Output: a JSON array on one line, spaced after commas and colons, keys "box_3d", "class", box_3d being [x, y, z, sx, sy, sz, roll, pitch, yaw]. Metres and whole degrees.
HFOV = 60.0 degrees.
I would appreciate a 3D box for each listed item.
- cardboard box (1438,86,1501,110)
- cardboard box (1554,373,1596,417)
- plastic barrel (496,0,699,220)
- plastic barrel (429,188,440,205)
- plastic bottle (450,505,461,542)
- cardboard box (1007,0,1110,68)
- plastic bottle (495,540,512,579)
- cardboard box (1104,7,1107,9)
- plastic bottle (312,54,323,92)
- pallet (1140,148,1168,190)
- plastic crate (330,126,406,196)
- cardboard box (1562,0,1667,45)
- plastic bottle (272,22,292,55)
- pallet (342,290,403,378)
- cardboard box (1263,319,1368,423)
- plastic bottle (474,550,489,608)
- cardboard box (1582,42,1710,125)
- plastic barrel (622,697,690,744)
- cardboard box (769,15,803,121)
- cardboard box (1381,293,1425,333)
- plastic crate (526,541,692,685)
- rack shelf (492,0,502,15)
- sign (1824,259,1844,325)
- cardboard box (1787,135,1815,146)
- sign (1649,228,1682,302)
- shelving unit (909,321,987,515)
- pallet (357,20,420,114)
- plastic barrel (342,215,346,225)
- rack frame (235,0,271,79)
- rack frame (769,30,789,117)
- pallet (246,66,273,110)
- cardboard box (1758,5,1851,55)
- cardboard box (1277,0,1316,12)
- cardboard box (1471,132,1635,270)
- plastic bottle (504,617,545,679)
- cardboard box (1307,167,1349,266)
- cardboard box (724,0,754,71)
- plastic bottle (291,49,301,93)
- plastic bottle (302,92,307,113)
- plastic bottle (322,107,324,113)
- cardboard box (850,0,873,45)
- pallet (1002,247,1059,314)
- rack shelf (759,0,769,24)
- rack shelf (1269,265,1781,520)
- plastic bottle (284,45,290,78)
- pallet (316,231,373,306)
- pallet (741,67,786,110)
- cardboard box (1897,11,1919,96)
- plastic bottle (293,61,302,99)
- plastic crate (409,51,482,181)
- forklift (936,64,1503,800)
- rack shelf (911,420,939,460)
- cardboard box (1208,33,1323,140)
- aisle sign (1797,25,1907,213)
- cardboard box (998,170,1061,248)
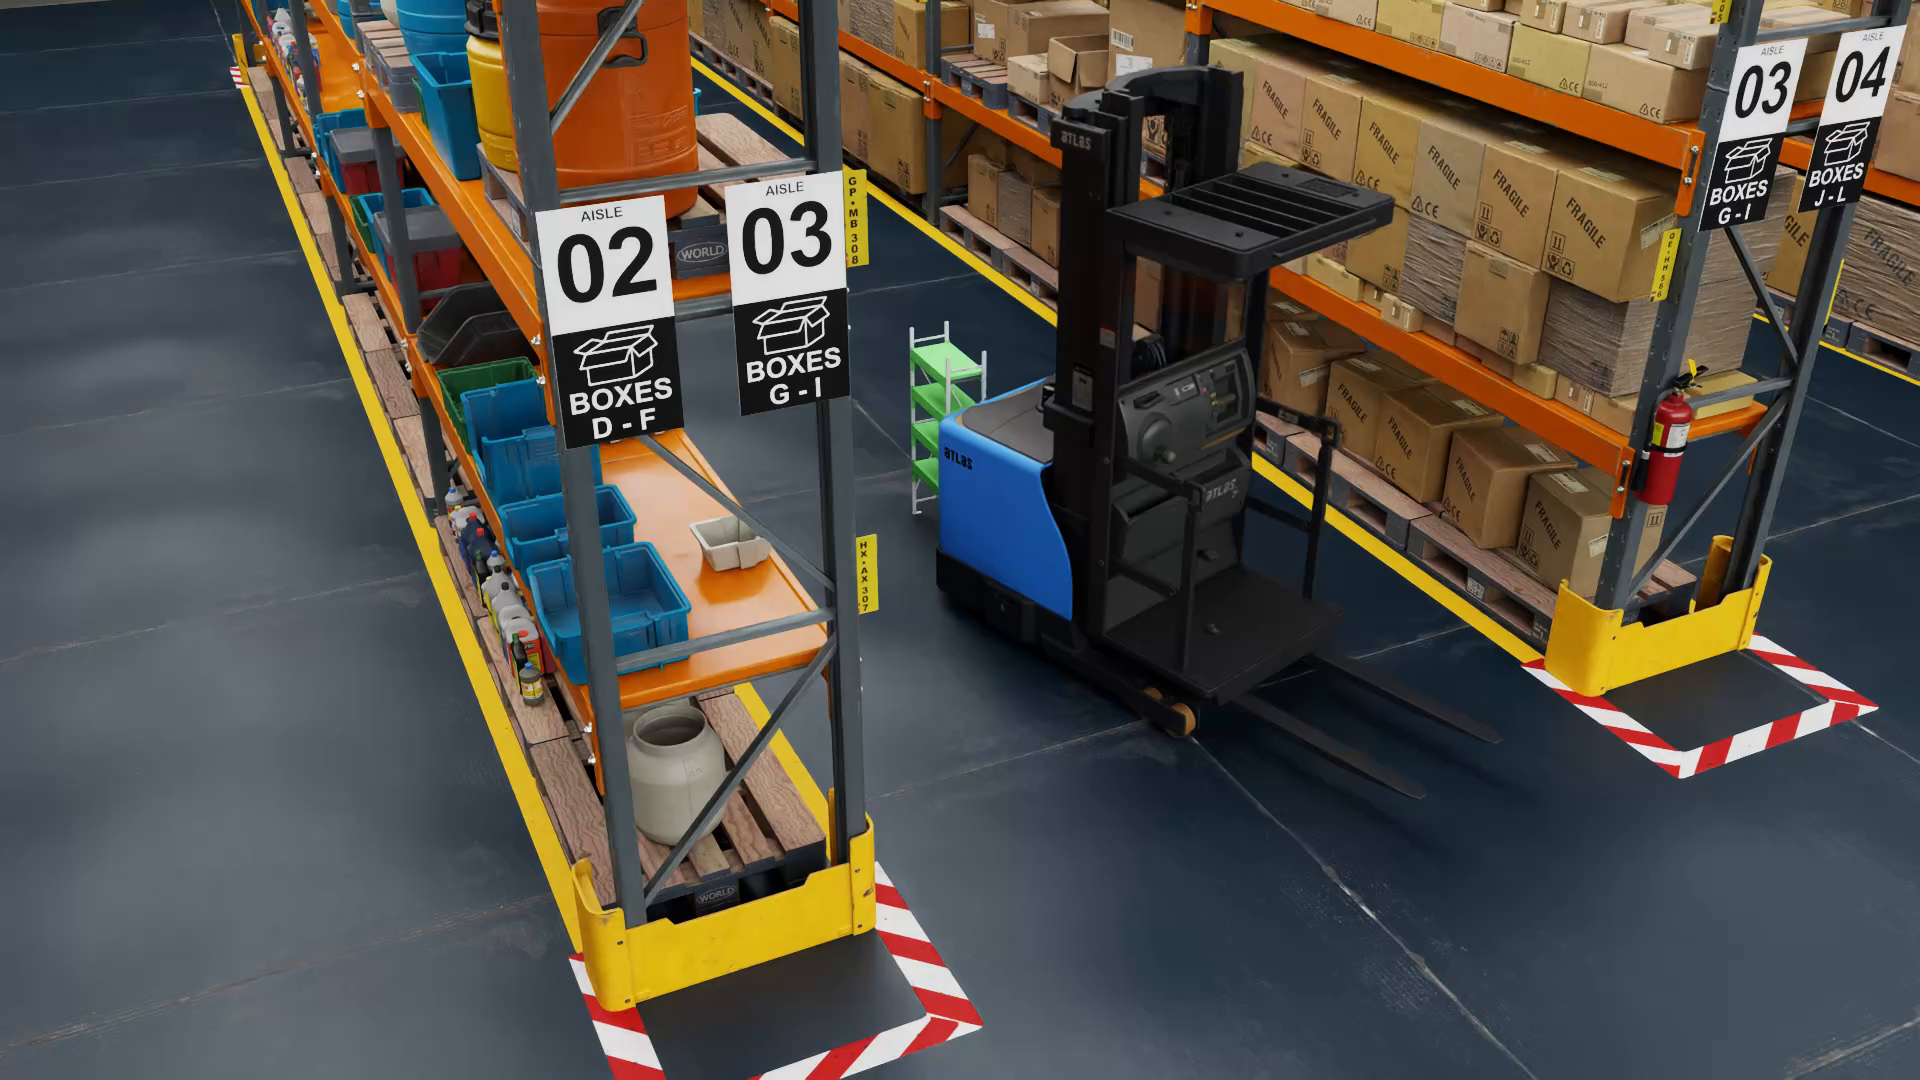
[{"box_3d": [2.987, -2.248, 9.263, 0.500, 0.500, 0.500, -13, 32, -22], "class": "cardboard box"}, {"box_3d": [3.206, -0.759, 8.293, 0.380, 0.149, 0.250, -13, 32, -22], "class": "cardboard box"}, {"box_3d": [-1.175, -1.502, 5.427, 0.600, 0.830, 0.708, -13, 32, -22], "class": "plastic barrel"}, {"box_3d": [-3.283, -2.446, 10.905, 0.433, 0.535, 0.433, 0, 29, 0], "class": "plastic barrel"}, {"box_3d": [-2.785, -0.096, 9.266, 0.097, 0.201, 0.097, 0, 29, 0], "class": "plastic bottle"}, {"box_3d": [0.785, -3.980, 13.250, 0.700, 0.500, 0.500, -8, 30, -15], "class": "cardboard box"}, {"box_3d": [-2.426, 0.078, 8.883, 0.097, 0.271, 0.097, 0, 29, 0], "class": "plastic bottle"}, {"box_3d": [1.888, -6.701, 21.118, 0.380, 0.149, 0.250, -13, 32, -22], "class": "cardboard box"}, {"box_3d": [-5.285, -3.824, 13.623, 0.061, 0.283, 0.133, -13, 32, -22], "class": "plastic bottle"}, {"box_3d": [1.707, -2.727, 11.742, 1.003, 0.211, 1.213, -13, 32, -22], "class": "pallet"}, {"box_3d": [-3.869, -2.419, 10.932, 0.402, 0.464, 0.583, -13, 32, -22], "class": "plastic crate"}, {"box_3d": [2.998, -2.387, 7.618, 0.380, 0.149, 0.250, -15, 32, -24], "class": "cardboard box"}, {"box_3d": [-5.992, -4.436, 14.721, 0.152, 0.276, 0.135, -13, 32, -22], "class": "plastic bottle"}, {"box_3d": [-3.989, -1.603, 12.392, 1.003, 0.211, 1.213, -13, 32, -22], "class": "pallet"}, {"box_3d": [2.292, -1.099, 10.769, 0.500, 0.500, 0.500, -3, 29, -6], "class": "cardboard box"}, {"box_3d": [-2.483, 0.199, 8.655, 0.061, 0.283, 0.133, -12, 31, -20], "class": "plastic bottle"}, {"box_3d": [3.185, -2.078, 7.475, 0.500, 0.250, 0.500, -12, 32, -21], "class": "cardboard box"}, {"box_3d": [-1.419, 0.770, 7.423, 0.421, 0.512, 0.421, 0, 29, 0], "class": "plastic barrel"}, {"box_3d": [-1.237, -4.954, 17.261, 1.225, 0.875, 0.875, -13, 32, -22], "class": "cardboard box"}, {"box_3d": [2.574, -1.289, 9.239, 0.380, 0.149, 0.250, -13, 32, -22], "class": "cardboard box"}, {"box_3d": [-1.337, 0.271, 6.352, 0.499, 0.251, 0.616, -13, 32, -22], "class": "plastic crate"}, {"box_3d": [-1.711, -2.647, 6.415, 1.077, 0.370, 4.000, -13, 32, -22], "class": "rack shelf"}, {"box_3d": [4.111, -1.167, 7.879, 0.100, 0.325, 0.005, -13, 32, -22], "class": "sign"}, {"box_3d": [6.596, -3.344, 12.493, 0.875, 0.550, 0.550, -13, 32, -22], "class": "cardboard box"}, {"box_3d": [3.111, -1.211, 7.335, 0.100, 0.325, 0.005, -13, 32, -22], "class": "sign"}, {"box_3d": [-0.071, -0.596, 9.587, 0.258, 1.200, 0.503, -13, 32, -22], "class": "shelving unit"}, {"box_3d": [-2.171, -2.330, 7.965, 1.213, 0.211, 1.003, -13, 32, -22], "class": "pallet"}, {"box_3d": [-4.997, -3.012, 14.091, 0.600, 0.588, 0.708, -13, 32, -22], "class": "plastic barrel"}, {"box_3d": [-7.721, -6.703, 18.637, 1.000, 3.000, 0.127, -13, 32, -22], "class": "rack frame"}, {"box_3d": [-1.530, -5.976, 17.341, 1.000, 3.000, 0.127, -13, 32, -22], "class": "rack frame"}, {"box_3d": [-7.402, -5.115, 18.655, 1.003, 0.211, 1.213, -13, 32, -22], "class": "pallet"}, {"box_3d": [3.712, -2.262, 7.397, 0.380, 0.149, 0.250, -13, 32, -22], "class": "cardboard box"}, {"box_3d": [2.098, -3.200, 9.476, 0.500, 0.250, 0.500, -13, 32, -22], "class": "cardboard box"}, {"box_3d": [2.942, -1.696, 8.278, 0.500, 0.500, 0.500, -13, 32, -22], "class": "cardboard box"}, {"box_3d": [-2.120, 0.524, 8.083, 0.152, 0.276, 0.135, -13, 32, -22], "class": "plastic bottle"}, {"box_3d": [2.530, -1.976, 9.801, 0.875, 0.500, 0.500, -13, 32, -22], "class": "cardboard box"}, {"box_3d": [-2.128, -5.939, 19.017, 0.875, 0.875, 0.875, -13, 32, -22], "class": "cardboard box"}, {"box_3d": [-5.367, -3.821, 13.547, 0.144, 0.351, 0.185, -13, 32, -22], "class": "plastic bottle"}, {"box_3d": [-5.103, -3.458, 13.052, 0.097, 0.201, 0.097, 0, 29, 0], "class": "plastic bottle"}, {"box_3d": [-4.878, -3.227, 12.640, 0.097, 0.201, 0.097, 0, 29, 0], "class": "plastic bottle"}, {"box_3d": [-0.683, -4.869, 15.264, 0.500, 0.500, 0.500, -14, 32, -24], "class": "cardboard box"}, {"box_3d": [1.041, -2.109, 13.296, 1.003, 0.211, 1.213, -13, 32, -22], "class": "pallet"}, {"box_3d": [-2.389, -6.546, 19.092, 1.077, 0.370, 4.000, -13, 32, -22], "class": "rack shelf"}, {"box_3d": [2.763, -1.245, 9.639, 1.077, 0.370, 4.000, -13, 32, -22], "class": "rack shelf"}, {"box_3d": [-5.627, -4.027, 13.997, 0.097, 0.271, 0.097, 0, 29, 0], "class": "plastic bottle"}, {"box_3d": [-4.662, -2.293, 13.623, 1.003, 0.211, 1.213, -13, 32, -22], "class": "pallet"}, {"box_3d": [-1.786, -5.112, 18.651, 1.003, 0.211, 1.213, -13, 32, -22], "class": "pallet"}, {"box_3d": [7.003, -3.319, 11.345, 0.875, 0.550, 0.550, -13, 32, -22], "class": "cardboard box"}, {"box_3d": [-5.336, -3.712, 13.423, 0.061, 0.283, 0.133, -13, 32, -22], "class": "plastic bottle"}, {"box_3d": [-1.943, -1.716, 6.693, 0.392, 0.384, 0.575, -13, 32, -22], "class": "plastic crate"}, {"box_3d": [1.236, -0.605, 7.833, 1.130, 2.935, 3.031, -24, 37, -36], "class": "forklift"}, {"box_3d": [-0.071, -0.541, 9.618, 0.258, 0.148, 0.480, -13, 32, -22], "class": "rack shelf"}, {"box_3d": [1.868, -2.800, 10.247, 0.500, 0.500, 0.500, -13, 32, -22], "class": "cardboard box"}, {"box_3d": [3.919, -1.845, 7.315, 0.394, 0.787, 0.004, -13, 32, -22], "class": "aisle sign"}, {"box_3d": [0.742, -2.777, 13.741, 0.700, 0.500, 0.500, -16, 33, -26], "class": "cardboard box"}]
